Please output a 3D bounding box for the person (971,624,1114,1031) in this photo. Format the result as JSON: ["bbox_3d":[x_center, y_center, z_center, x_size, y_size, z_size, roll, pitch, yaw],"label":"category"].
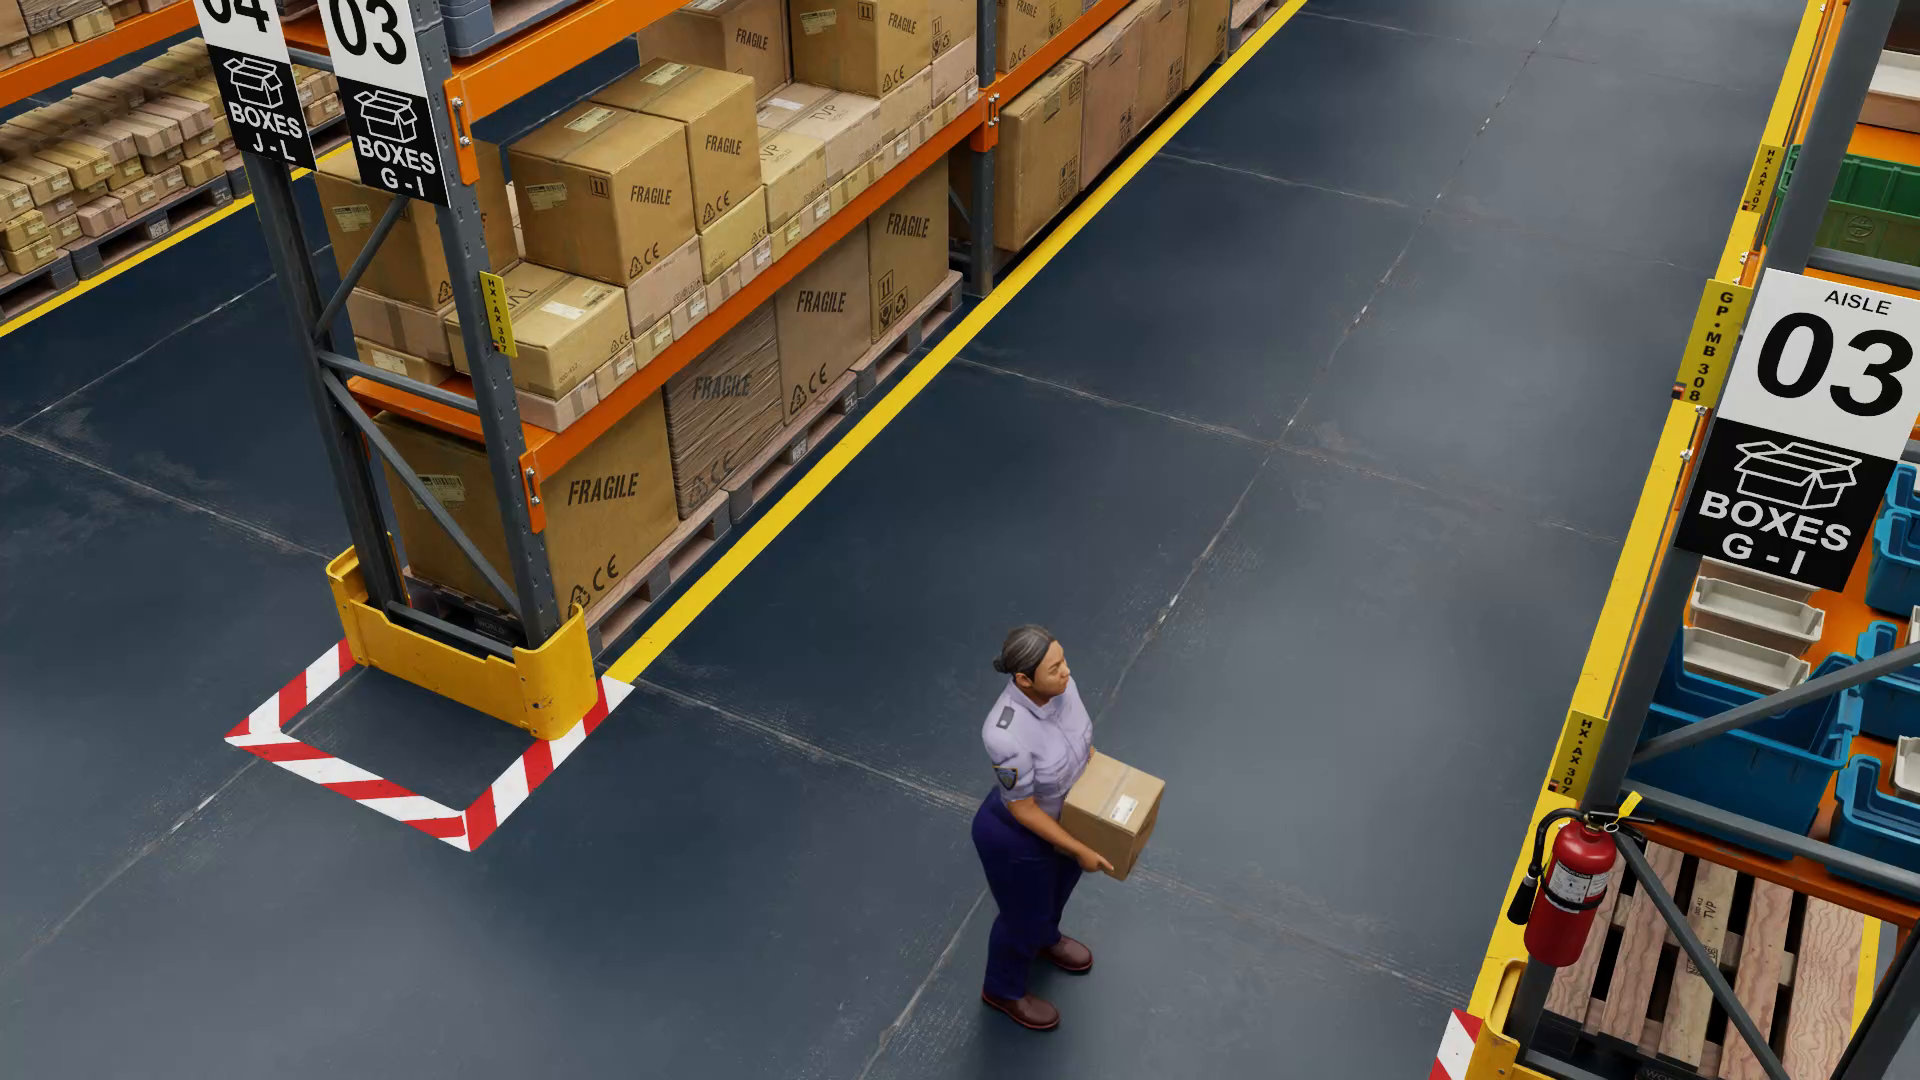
[{"bbox_3d":[0.325,0.962,5.538,0.515,1.643,0.466,18,41,21],"label":"person"}]
